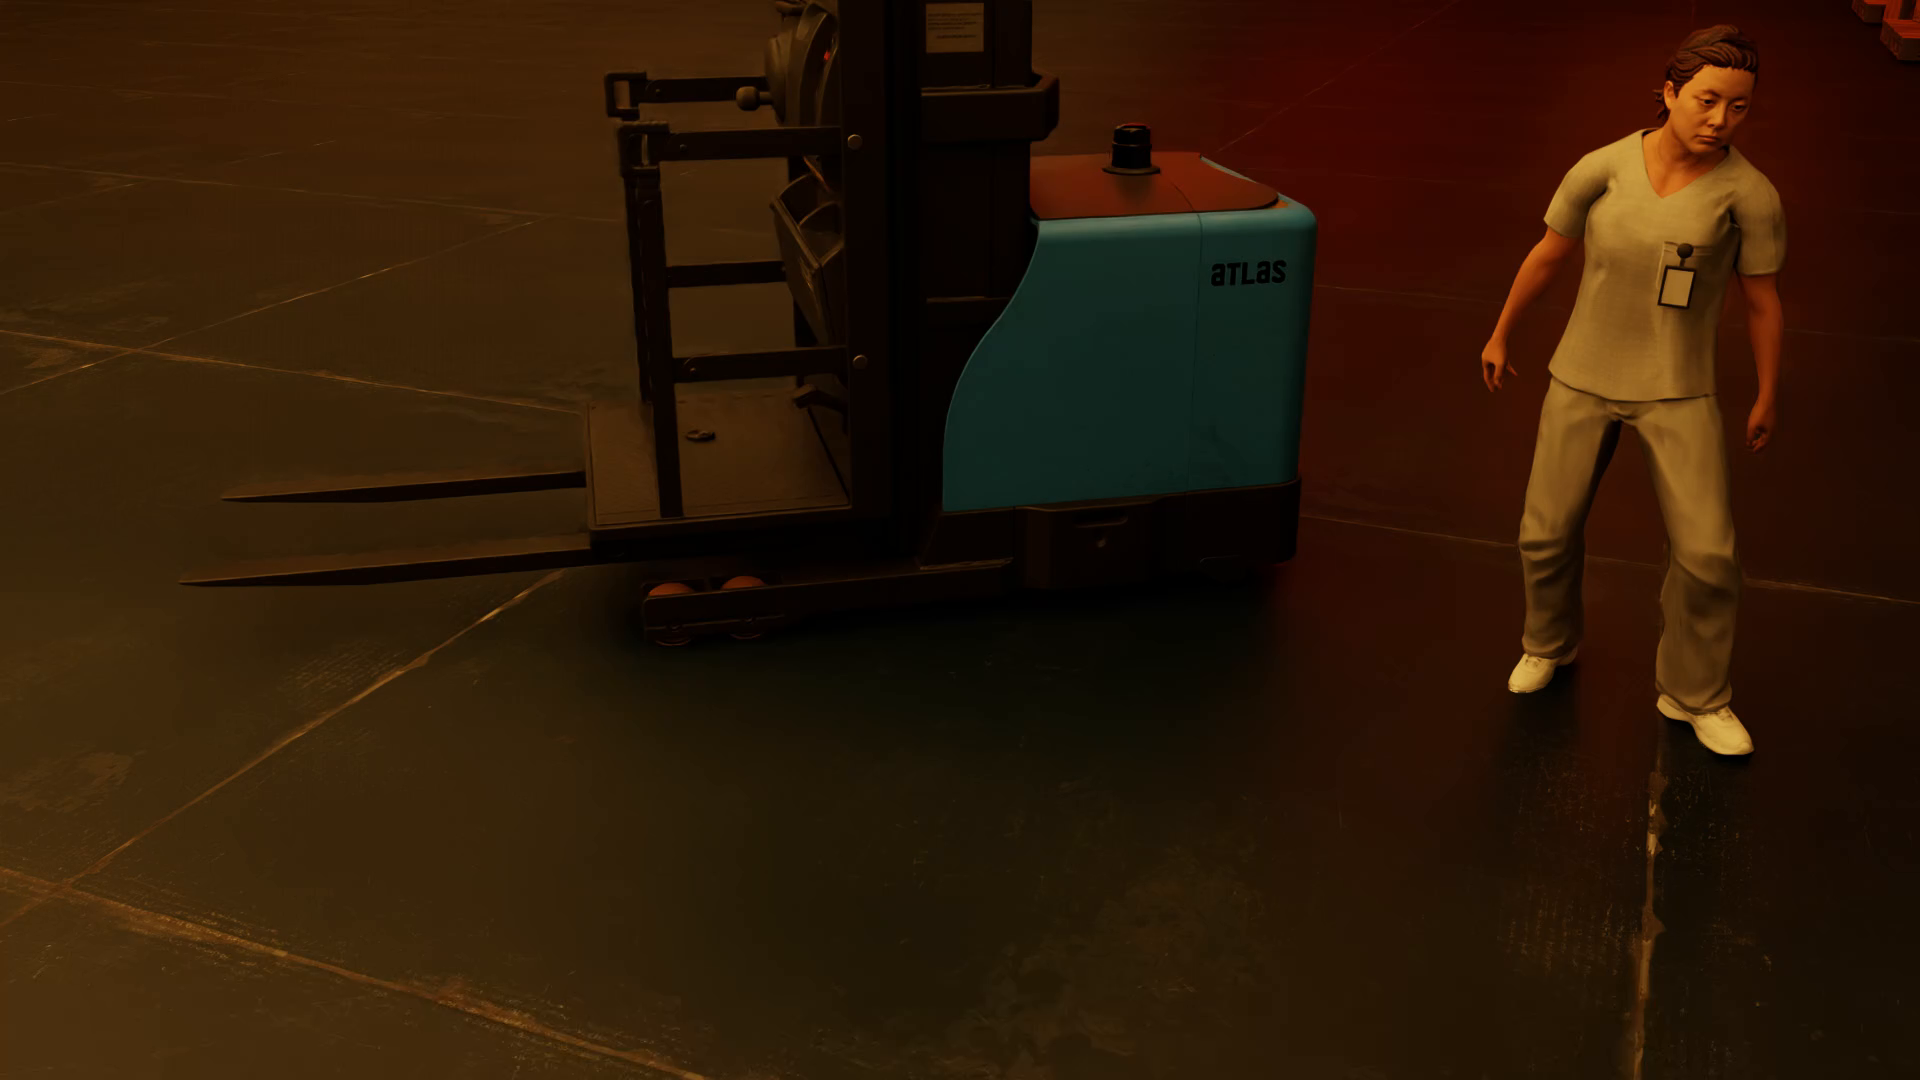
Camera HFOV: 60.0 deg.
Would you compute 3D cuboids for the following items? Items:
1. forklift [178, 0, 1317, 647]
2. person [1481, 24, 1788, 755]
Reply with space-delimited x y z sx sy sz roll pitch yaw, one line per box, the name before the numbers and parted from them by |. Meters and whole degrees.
forklift | -0.600 -1.293 4.385 3.031 2.935 1.130 -5 23 -12
person | 1.587 -0.349 3.855 0.782 1.644 0.414 15 27 31
